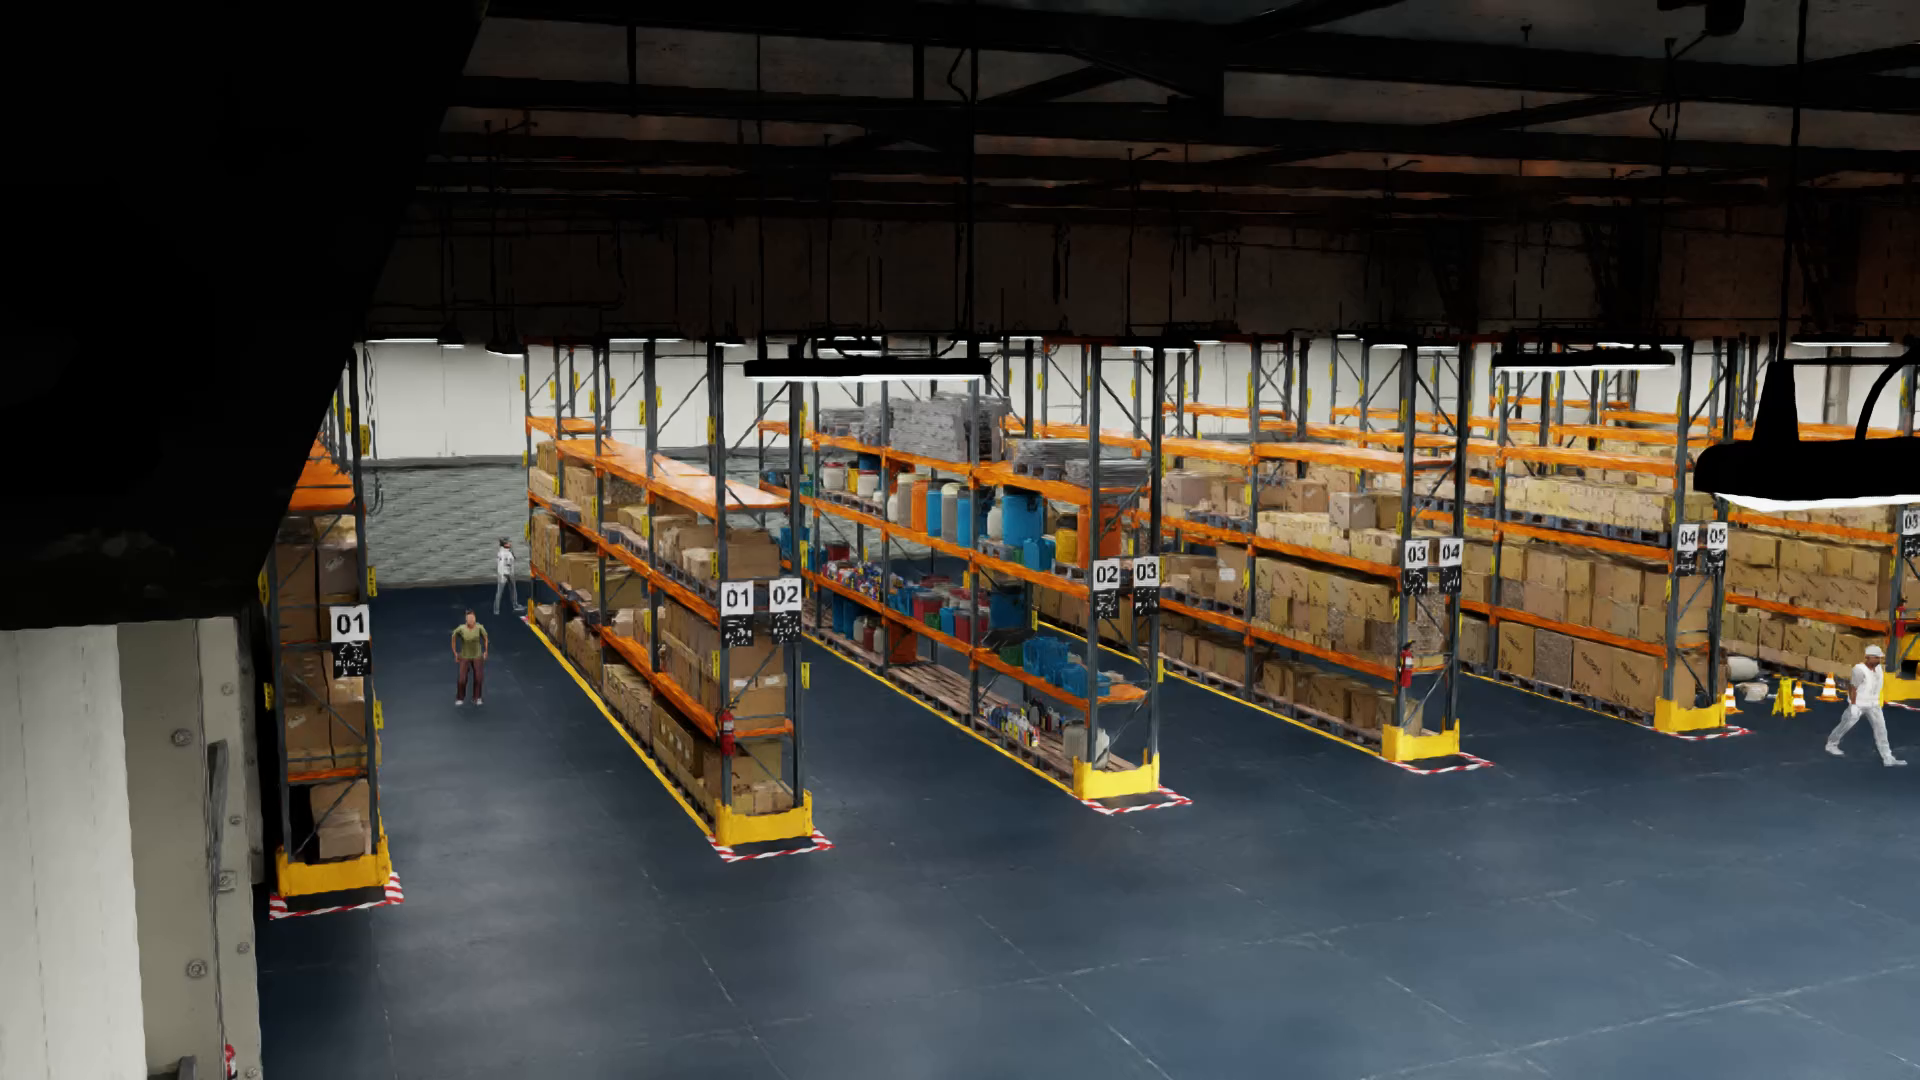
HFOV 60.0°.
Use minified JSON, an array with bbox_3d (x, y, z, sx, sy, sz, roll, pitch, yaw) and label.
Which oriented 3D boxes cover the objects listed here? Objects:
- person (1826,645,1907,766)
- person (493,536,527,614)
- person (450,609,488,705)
[{"bbox_3d":[12.926,2.329,23.711,0.566,1.706,1.122,-3,8,-20],"label":"person"},{"bbox_3d":[-9.763,0.727,35.870,0.553,1.672,0.685,2,8,16],"label":"person"},{"bbox_3d":[-8.037,1.917,27.286,0.598,1.619,0.507,-4,8,-25],"label":"person"}]
